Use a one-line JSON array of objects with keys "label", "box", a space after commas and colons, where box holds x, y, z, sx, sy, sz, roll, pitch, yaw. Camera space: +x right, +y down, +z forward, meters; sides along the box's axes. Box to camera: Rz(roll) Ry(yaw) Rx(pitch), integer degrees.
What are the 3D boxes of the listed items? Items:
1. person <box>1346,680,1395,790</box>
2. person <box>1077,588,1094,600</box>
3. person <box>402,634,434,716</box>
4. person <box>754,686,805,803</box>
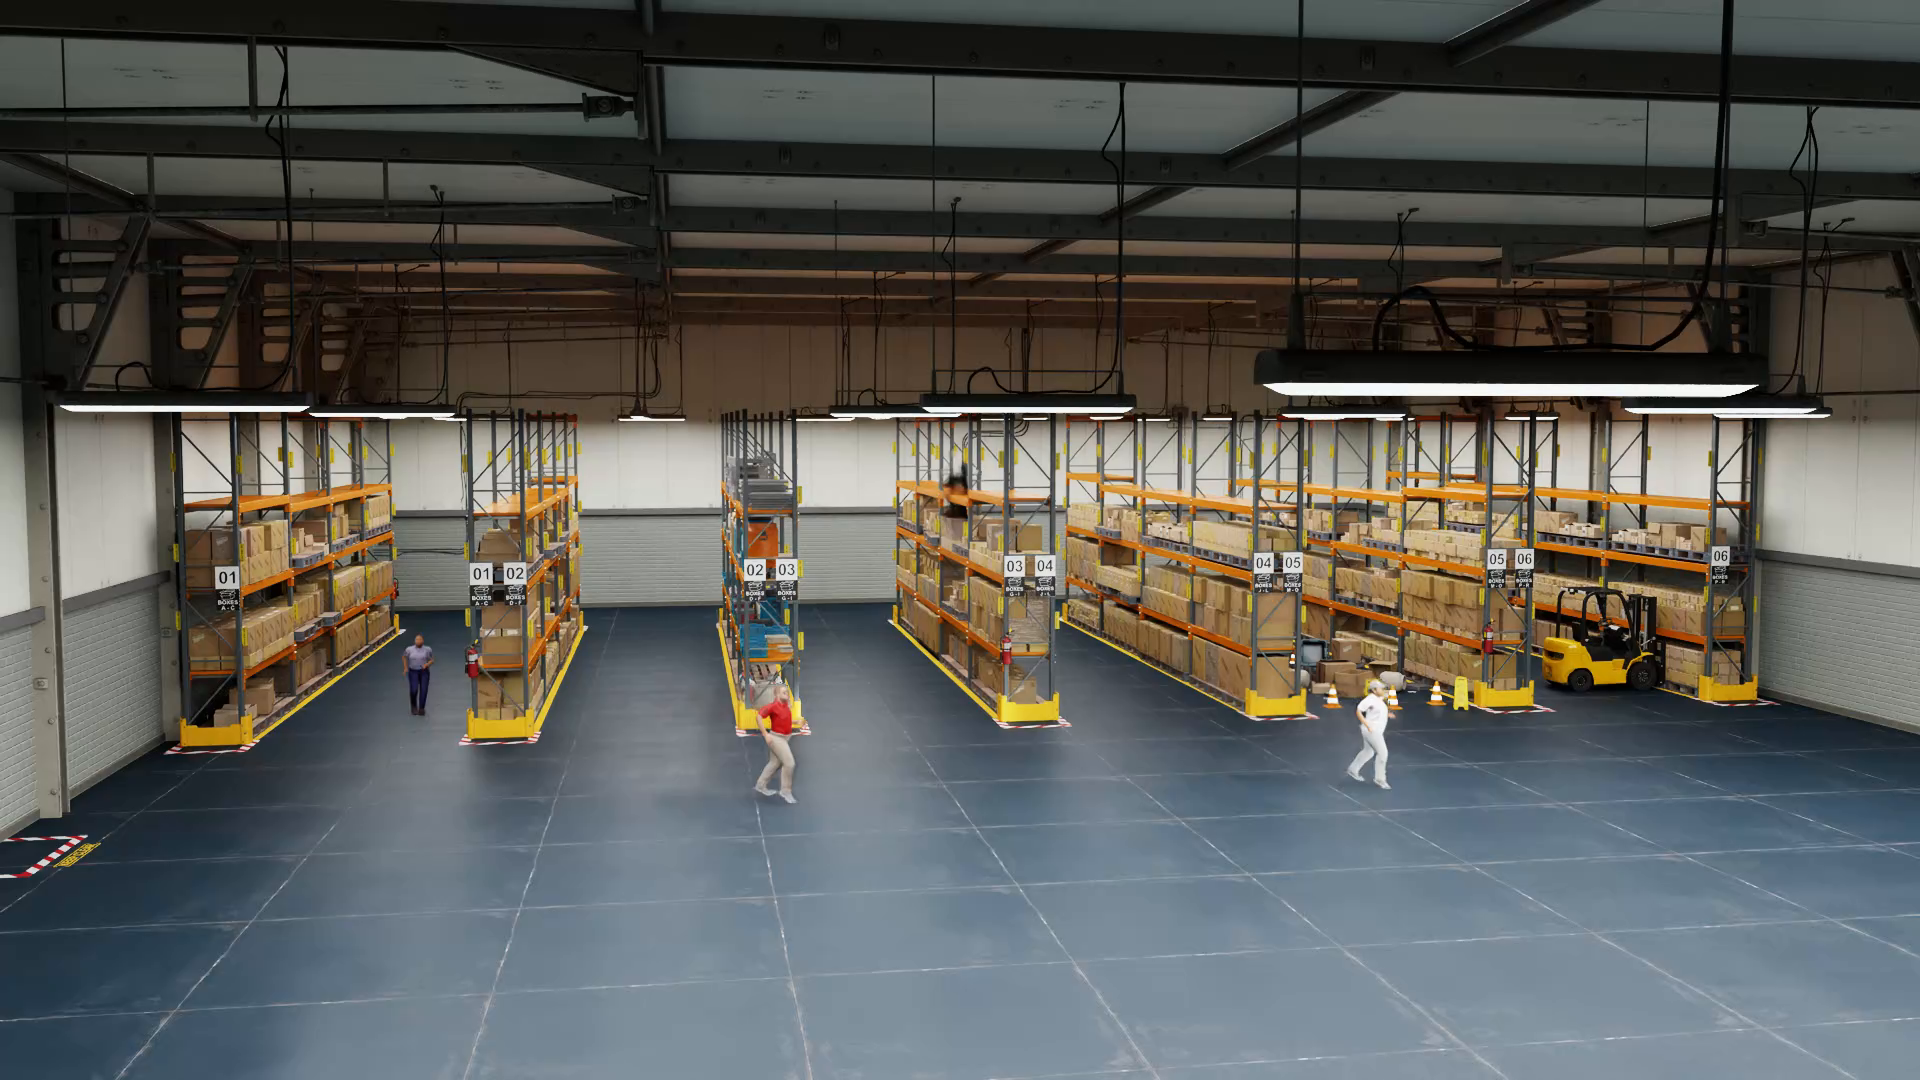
[{"label": "person", "box": [6.492, 3.060, 26.315, 0.756, 1.719, 0.596, 2, 4, 25]}, {"label": "person", "box": [3.786, 1.386, 50.053, 0.686, 1.735, 0.990, 2, 4, 22]}, {"label": "person", "box": [-10.583, 2.638, 32.520, 0.576, 1.614, 0.712, -2, 4, -21]}, {"label": "person", "box": [-2.765, 3.112, 25.357, 0.802, 1.800, 0.643, 1, 4, 10]}]
